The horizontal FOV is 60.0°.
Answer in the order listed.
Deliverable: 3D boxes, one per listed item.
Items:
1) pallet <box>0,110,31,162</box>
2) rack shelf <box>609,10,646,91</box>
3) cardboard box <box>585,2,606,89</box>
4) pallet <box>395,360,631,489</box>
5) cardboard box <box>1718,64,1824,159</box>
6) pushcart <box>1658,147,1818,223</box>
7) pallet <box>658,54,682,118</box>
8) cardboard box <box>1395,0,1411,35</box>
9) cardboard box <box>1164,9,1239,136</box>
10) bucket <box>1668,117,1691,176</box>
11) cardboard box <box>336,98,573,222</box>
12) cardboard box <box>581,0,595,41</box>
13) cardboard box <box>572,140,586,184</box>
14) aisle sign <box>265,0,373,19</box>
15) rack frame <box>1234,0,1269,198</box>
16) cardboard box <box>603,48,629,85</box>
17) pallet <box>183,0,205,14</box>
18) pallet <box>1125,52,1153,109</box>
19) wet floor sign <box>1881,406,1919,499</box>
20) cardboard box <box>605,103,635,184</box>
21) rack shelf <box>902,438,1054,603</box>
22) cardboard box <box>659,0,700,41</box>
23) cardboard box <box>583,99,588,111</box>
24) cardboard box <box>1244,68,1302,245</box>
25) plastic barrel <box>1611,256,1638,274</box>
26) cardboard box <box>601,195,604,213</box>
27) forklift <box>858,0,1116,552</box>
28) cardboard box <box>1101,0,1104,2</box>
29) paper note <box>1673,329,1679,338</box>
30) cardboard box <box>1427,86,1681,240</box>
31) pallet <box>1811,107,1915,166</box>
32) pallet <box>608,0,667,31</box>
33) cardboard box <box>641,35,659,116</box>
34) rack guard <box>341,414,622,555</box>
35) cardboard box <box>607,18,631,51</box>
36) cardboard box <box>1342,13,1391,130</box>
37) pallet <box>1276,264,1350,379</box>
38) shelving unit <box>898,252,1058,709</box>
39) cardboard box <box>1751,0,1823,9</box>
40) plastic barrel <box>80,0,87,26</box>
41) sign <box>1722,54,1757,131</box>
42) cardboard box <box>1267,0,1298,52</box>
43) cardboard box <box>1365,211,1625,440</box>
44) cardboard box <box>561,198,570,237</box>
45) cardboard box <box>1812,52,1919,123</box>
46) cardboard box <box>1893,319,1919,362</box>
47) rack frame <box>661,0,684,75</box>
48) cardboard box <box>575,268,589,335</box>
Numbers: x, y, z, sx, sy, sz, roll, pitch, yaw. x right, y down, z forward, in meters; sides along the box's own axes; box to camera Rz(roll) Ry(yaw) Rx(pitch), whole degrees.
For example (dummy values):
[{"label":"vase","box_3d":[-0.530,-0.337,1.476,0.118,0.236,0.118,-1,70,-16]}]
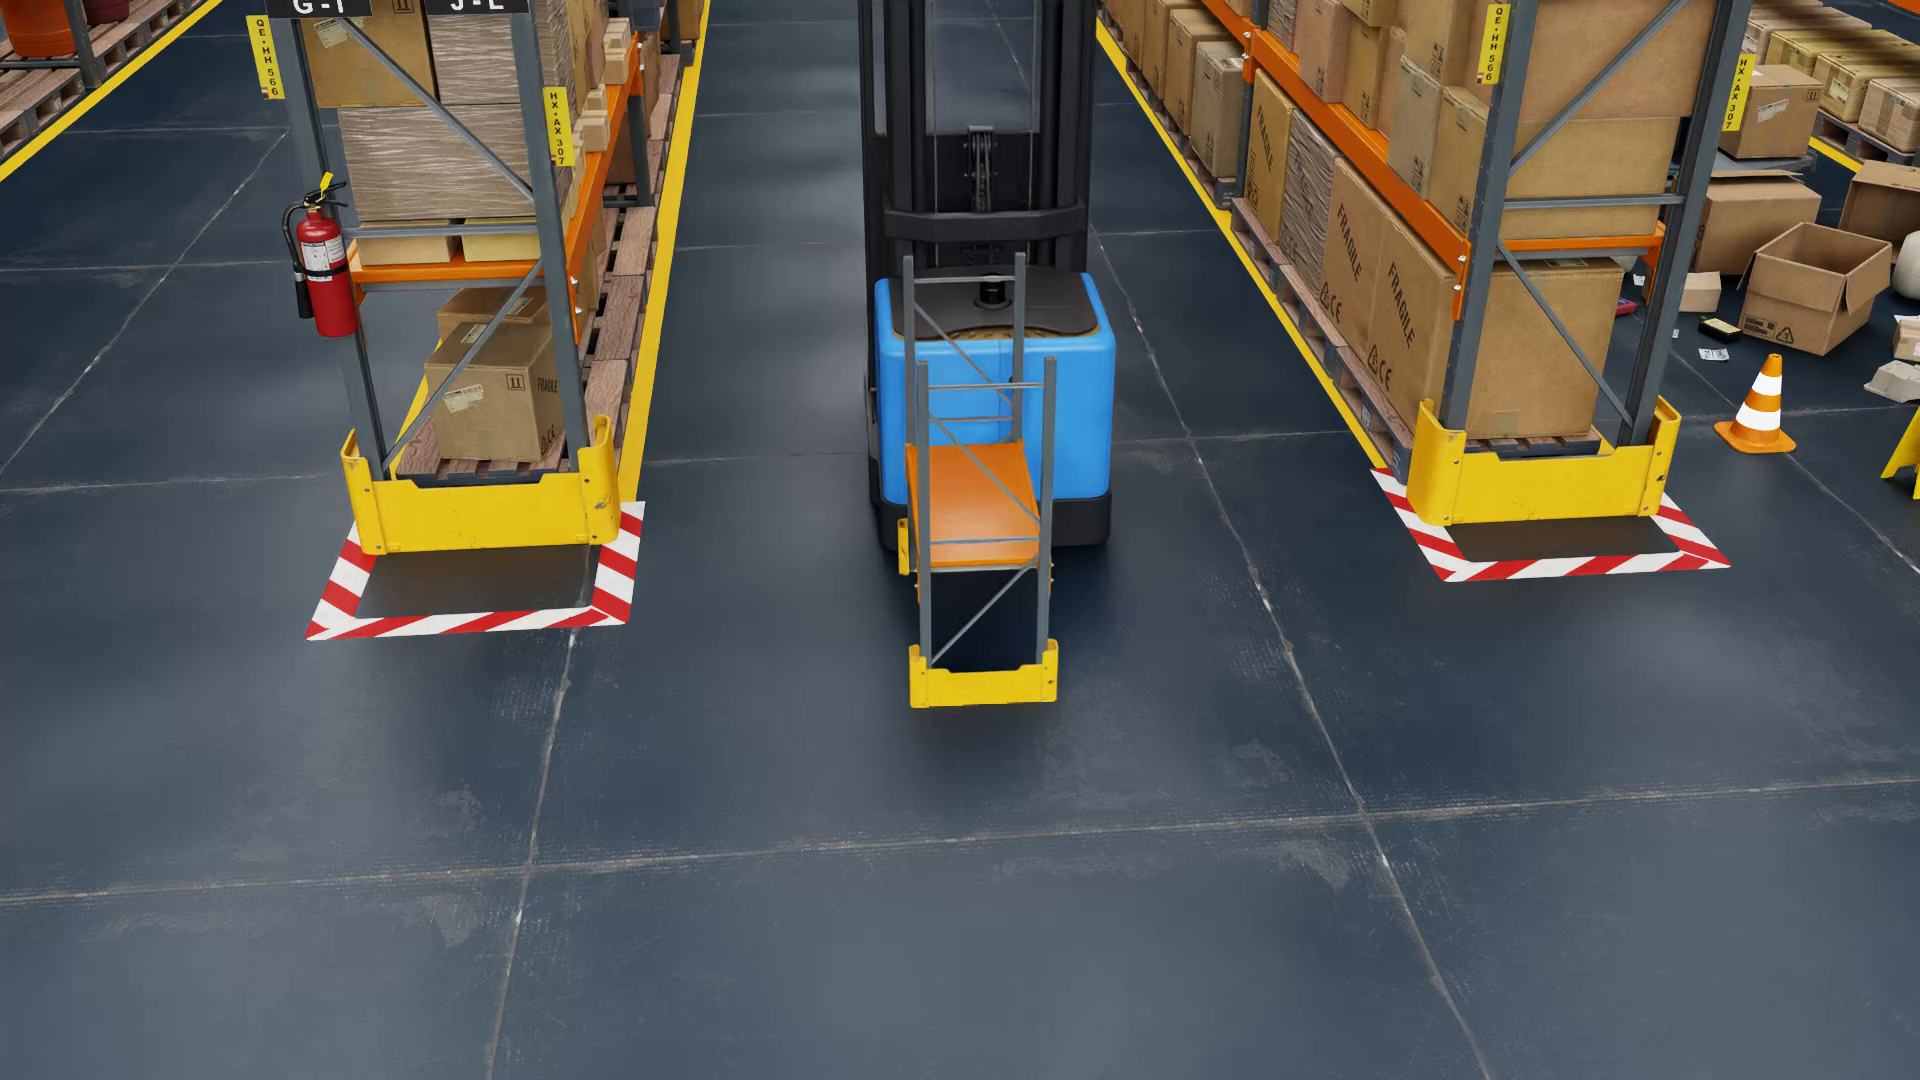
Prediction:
[{"label":"pallet","box_3d":[-7.720,-2.925,12.441,1.003,0.211,1.213,-3,31,-5]},{"label":"rack shelf","box_3d":[-2.747,-4.048,12.304,1.077,0.370,4.000,-3,31,-5]},{"label":"cardboard box","box_3d":[-2.421,-2.766,9.069,0.875,0.500,0.500,-3,31,-5]},{"label":"pallet","box_3d":[-2.234,-0.552,8.468,1.003,0.211,1.213,-3,31,-5]},{"label":"cardboard box","box_3d":[5.537,-2.962,11.483,0.500,0.500,0.500,-3,31,-5]},{"label":"pushcart","box_3d":[5.041,-2.550,11.651,1.648,0.377,0.936,-14,33,-22]},{"label":"pallet","box_3d":[-2.862,-3.782,13.876,1.003,0.211,1.213,-3,31,-5]},{"label":"cardboard box","box_3d":[2.705,-2.768,8.259,0.875,0.550,0.550,-3,31,-5]},{"label":"cardboard box","box_3d":[2.154,-3.542,12.538,1.050,0.750,0.750,-3,31,-5]},{"label":"bucket","box_3d":[4.696,-2.810,11.239,0.726,0.611,0.620,8,22,13]},{"label":"cardboard box","box_3d":[-2.210,-1.746,7.361,0.875,0.500,0.500,-3,31,-5]},{"label":"cardboard box","box_3d":[-2.054,-2.698,7.979,0.500,0.500,0.500,-3,31,-5]},{"label":"cardboard box","box_3d":[-2.049,-1.854,8.174,0.380,0.149,0.250,-3,31,-5]},{"label":"aisle sign","box_3d":[-2.479,-2.364,6.247,0.394,0.787,0.004,-3,31,-5]},{"label":"rack frame","box_3d":[2.388,-3.522,10.721,1.000,3.000,0.127,-3,31,-5]},{"label":"cardboard box","box_3d":[-2.135,-2.751,9.676,0.380,0.149,0.250,-3,31,-5]},{"label":"pallet","box_3d":[-8.208,-5.590,16.903,1.003,0.211,1.213,-3,31,-5]},{"label":"pallet","box_3d":[2.013,-3.961,14.175,1.003,0.211,1.213,-3,31,-5]},{"label":"wet floor sign","box_3d":[4.736,-0.549,8.040,0.267,0.644,0.232,-8,32,-13]},{"label":"cardboard box","box_3d":[-2.596,-2.766,11.464,0.700,0.500,0.500,-5,31,-8]},{"label":"rack shelf","box_3d":[0.056,-0.100,6.805,0.538,0.185,1.000,-2,31,-4]},{"label":"cardboard box","box_3d":[-2.977,-4.999,14.857,1.225,0.875,0.875,-4,31,-7]},{"label":"cardboard box","box_3d":[-2.175,-2.234,8.811,0.380,0.149,0.250,-3,31,-5]},{"label":"cardboard box","box_3d":[2.377,-2.465,10.615,0.875,0.875,0.875,-2,31,-4]},{"label":"plastic barrel","box_3d":[4.021,-1.910,10.535,0.512,0.421,0.421,20,36,29]},{"label":"cardboard box","box_3d":[-2.562,-2.237,10.598,0.500,0.500,0.500,-4,31,-6]},{"label":"forklift","box_3d":[0.059,-1.931,8.125,1.130,2.935,3.031,-2,31,-4]},{"label":"cardboard box","box_3d":[1.582,-5.529,16.110,0.500,0.500,0.500,-4,31,-7]},{"label":"paper note","box_3d":[4.202,-1.214,9.772,0.032,0.001,0.123,13,33,21]},{"label":"cardboard box","box_3d":[2.682,-1.731,7.577,0.875,0.550,0.550,-3,31,-5]},{"label":"pallet","box_3d":[7.232,-3.011,12.585,1.003,0.211,1.213,-3,31,-5]},{"label":"pallet","box_3d":[-2.487,-3.651,11.124,1.003,0.211,1.213,-3,31,-5]},{"label":"cardboard box","box_3d":[-2.727,-3.581,12.829,0.700,0.500,0.500,0,31,0]},{"label":"rack guard","box_3d":[-2.193,-0.259,7.696,1.175,0.500,0.348,-3,31,-5]},{"label":"cardboard box","box_3d":[-2.247,-3.132,10.314,0.380,0.149,0.250,-3,31,-5]},{"label":"cardboard box","box_3d":[2.591,-2.572,8.984,0.875,0.550,0.500,-3,31,-5]},{"label":"pallet","box_3d":[2.498,-1.308,9.735,1.003,0.211,1.213,-3,31,-5]},{"label":"shelving unit","box_3d":[0.055,-0.259,6.721,0.587,1.500,1.083,-2,31,-4]},{"label":"cardboard box","box_3d":[6.976,-4.616,14.706,0.950,0.372,0.625,-5,31,-8]},{"label":"plastic barrel","box_3d":[-8.069,-4.786,14.854,0.421,0.512,0.421,0,31,0]},{"label":"sign","box_3d":[3.315,-1.909,7.099,0.100,0.325,0.005,-3,31,-5]},{"label":"cardboard box","box_3d":[2.434,-3.398,10.368,0.875,0.550,0.550,-3,31,-5]},{"label":"cardboard box","box_3d":[2.632,-1.091,8.313,0.875,0.875,0.875,-3,31,-4]},{"label":"cardboard box","box_3d":[-1.980,-1.471,7.533,0.380,0.149,0.250,-3,31,-5]},{"label":"cardboard box","box_3d":[7.185,-3.497,12.833,0.950,0.372,0.625,-1,31,-1]},{"label":"cardboard box","box_3d":[5.547,-1.117,9.474,0.380,0.149,0.250,13,33,21]},{"label":"rack frame","box_3d":[-2.934,-5.378,13.829,1.000,3.000,0.127,-3,31,-5]},{"label":"cardboard box","box_3d":[-2.358,-1.344,9.104,0.500,0.500,0.500,0,31,0]}]
